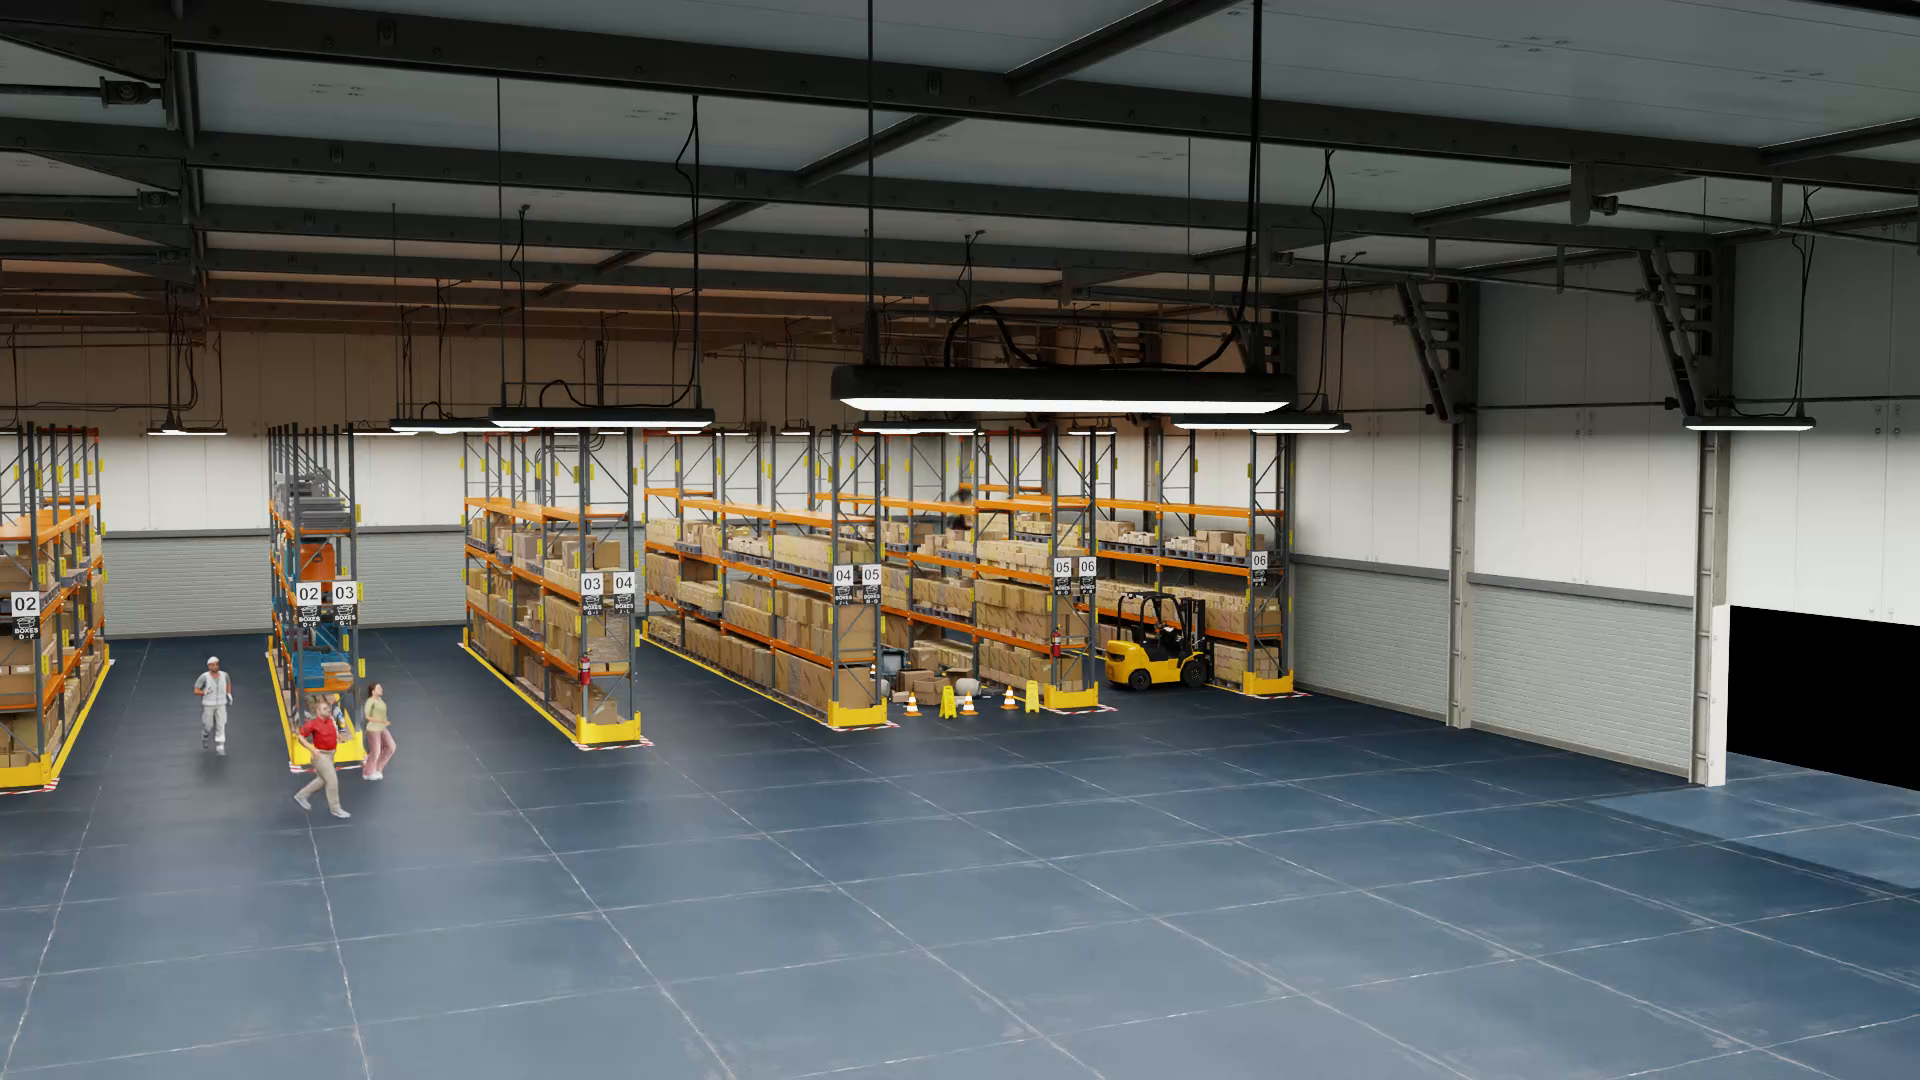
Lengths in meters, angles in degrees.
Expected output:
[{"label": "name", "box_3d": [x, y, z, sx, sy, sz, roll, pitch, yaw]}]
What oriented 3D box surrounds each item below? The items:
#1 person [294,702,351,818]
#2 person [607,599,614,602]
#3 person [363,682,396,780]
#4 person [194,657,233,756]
[{"label": "person", "box_3d": [-9.682, 3.319, 25.241, 0.913, 1.741, 0.651, 0, 3, 5]}, {"label": "person", "box_3d": [-9.611, 2.055, 45.919, 0.679, 1.751, 0.684, -2, 4, -25]}, {"label": "person", "box_3d": [-9.744, 3.198, 27.842, 0.540, 1.670, 0.570, 1, 4, 9]}, {"label": "person", "box_3d": [-13.436, 2.982, 29.940, 0.667, 1.775, 0.957, -3, 4, -37]}]
